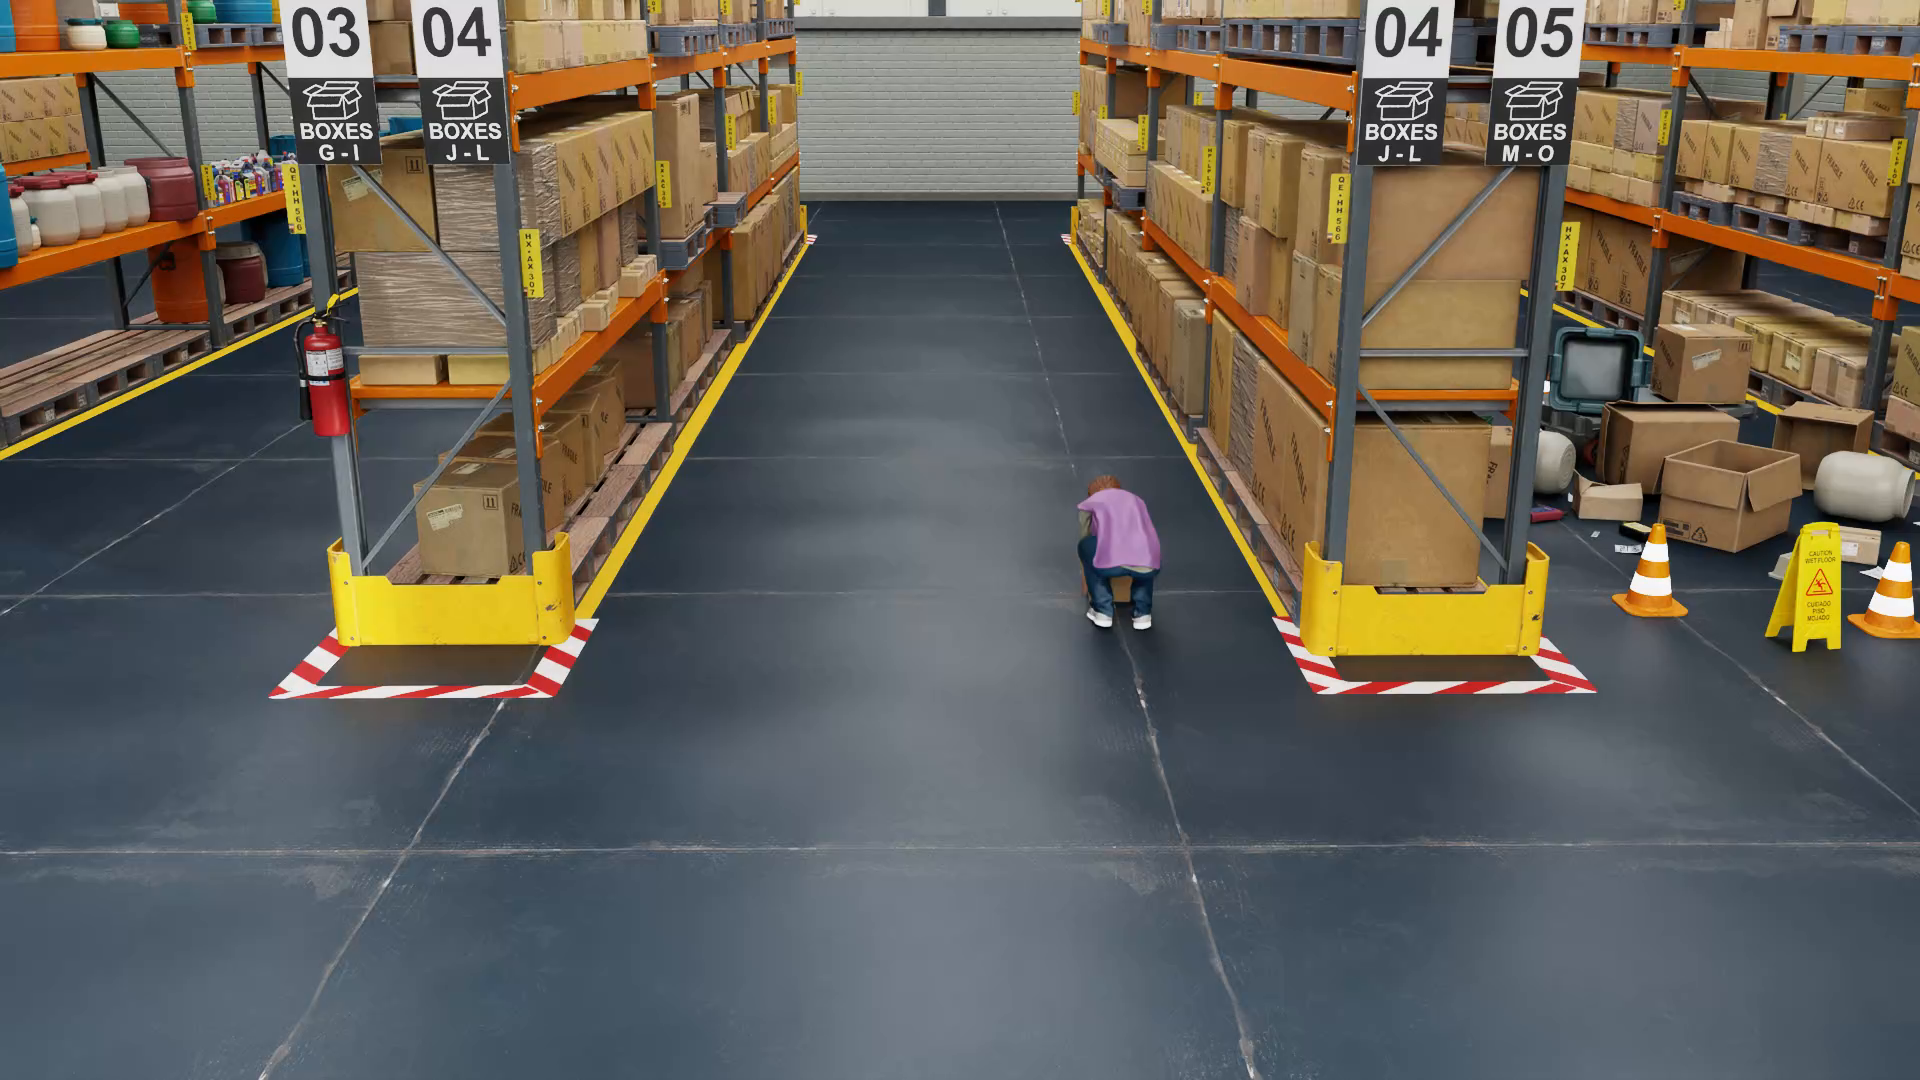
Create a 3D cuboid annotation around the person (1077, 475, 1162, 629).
[{"bbox_3d":[0.841,0.097,8.858,0.423,0.735,0.847,-1,17,-2],"label":"person"}]
